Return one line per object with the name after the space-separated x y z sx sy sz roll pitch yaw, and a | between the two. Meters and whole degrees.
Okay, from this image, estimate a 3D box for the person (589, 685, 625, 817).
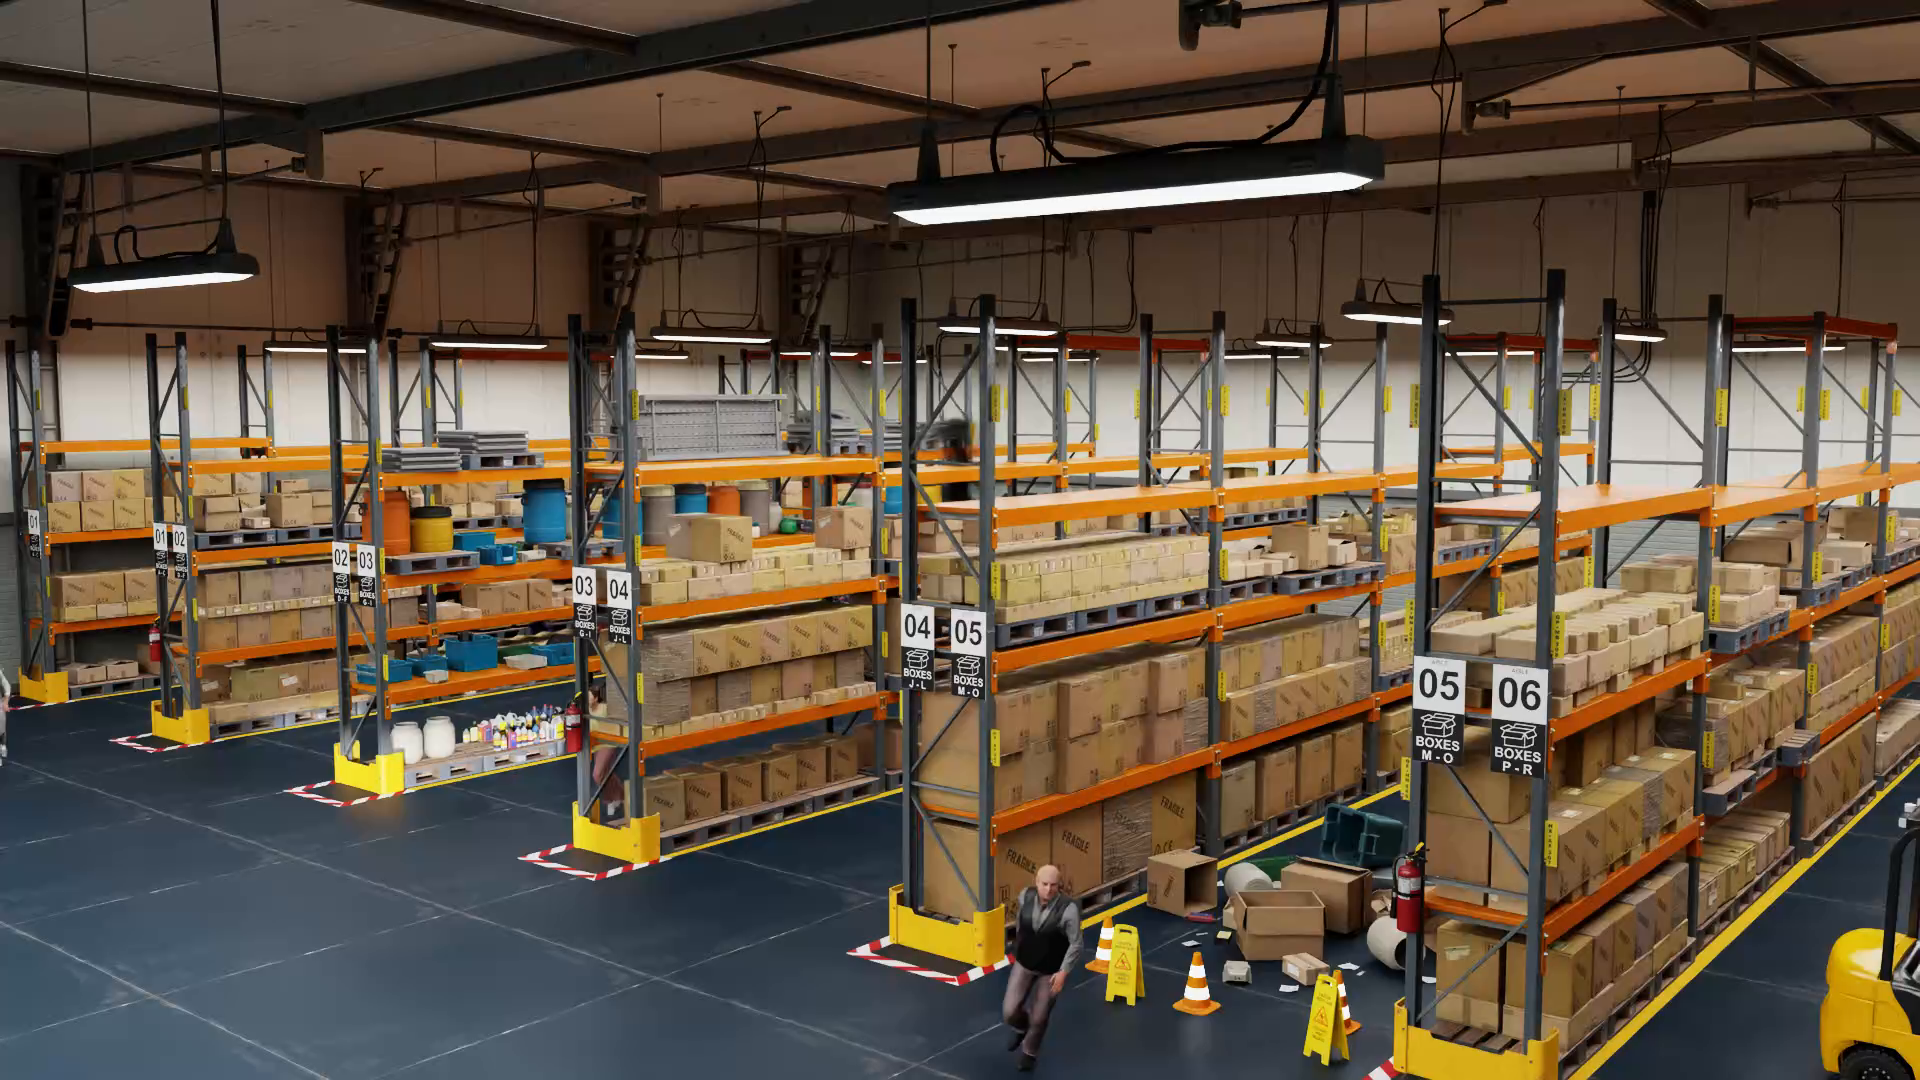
-4.354 2.547 20.272 0.577 1.599 0.901 3 6 28 | person

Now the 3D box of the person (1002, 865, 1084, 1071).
0.627 3.212 12.526 0.674 1.647 0.732 2 5 18 | person

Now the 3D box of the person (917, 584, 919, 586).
-0.764 1.410 33.013 0.582 1.576 0.826 3 6 31 | person

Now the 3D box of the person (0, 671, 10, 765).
-13.373 2.337 22.883 0.559 1.562 0.543 -3 6 -31 | person

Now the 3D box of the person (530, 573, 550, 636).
-8.372 1.368 33.008 0.558 1.695 0.855 4 6 36 | person
